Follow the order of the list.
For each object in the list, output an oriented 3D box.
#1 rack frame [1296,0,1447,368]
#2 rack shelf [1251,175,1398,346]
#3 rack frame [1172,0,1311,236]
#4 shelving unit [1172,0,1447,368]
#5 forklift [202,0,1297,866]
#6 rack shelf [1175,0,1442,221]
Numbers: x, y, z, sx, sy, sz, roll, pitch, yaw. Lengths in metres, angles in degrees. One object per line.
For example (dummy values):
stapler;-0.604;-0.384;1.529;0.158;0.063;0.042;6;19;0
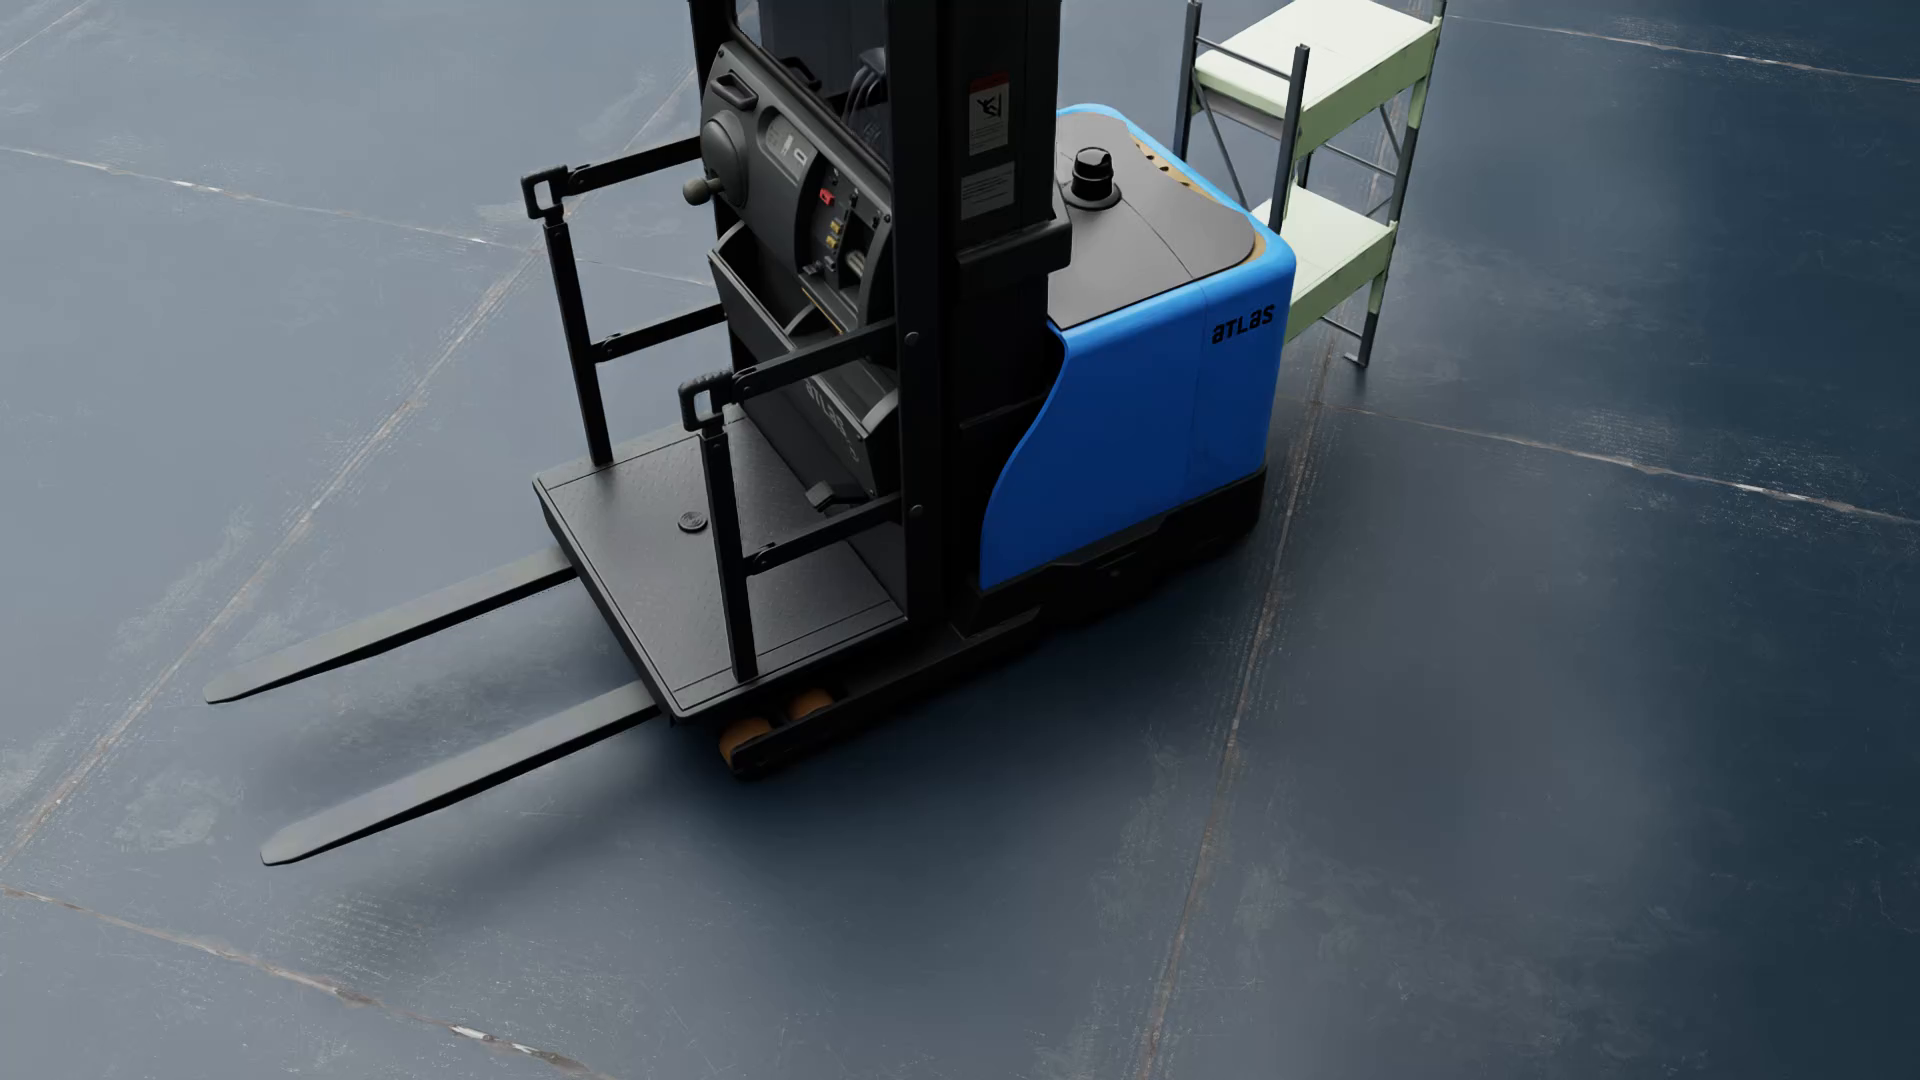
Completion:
rack frame;1.292;-1.247;5.452;0.400;1.500;0.023;34;53;30
rack shelf;1.040;-0.828;5.490;0.431;0.370;0.720;34;53;30
rack frame;0.787;-0.876;5.073;0.400;1.500;0.023;34;53;30
shelving unit;1.040;-1.061;5.262;0.431;1.500;0.755;34;53;30
forklift;-0.590;-0.827;3.999;3.031;2.935;1.130;-23;49;-22
rack shelf;1.040;-1.340;4.989;0.431;0.370;0.720;34;53;30
